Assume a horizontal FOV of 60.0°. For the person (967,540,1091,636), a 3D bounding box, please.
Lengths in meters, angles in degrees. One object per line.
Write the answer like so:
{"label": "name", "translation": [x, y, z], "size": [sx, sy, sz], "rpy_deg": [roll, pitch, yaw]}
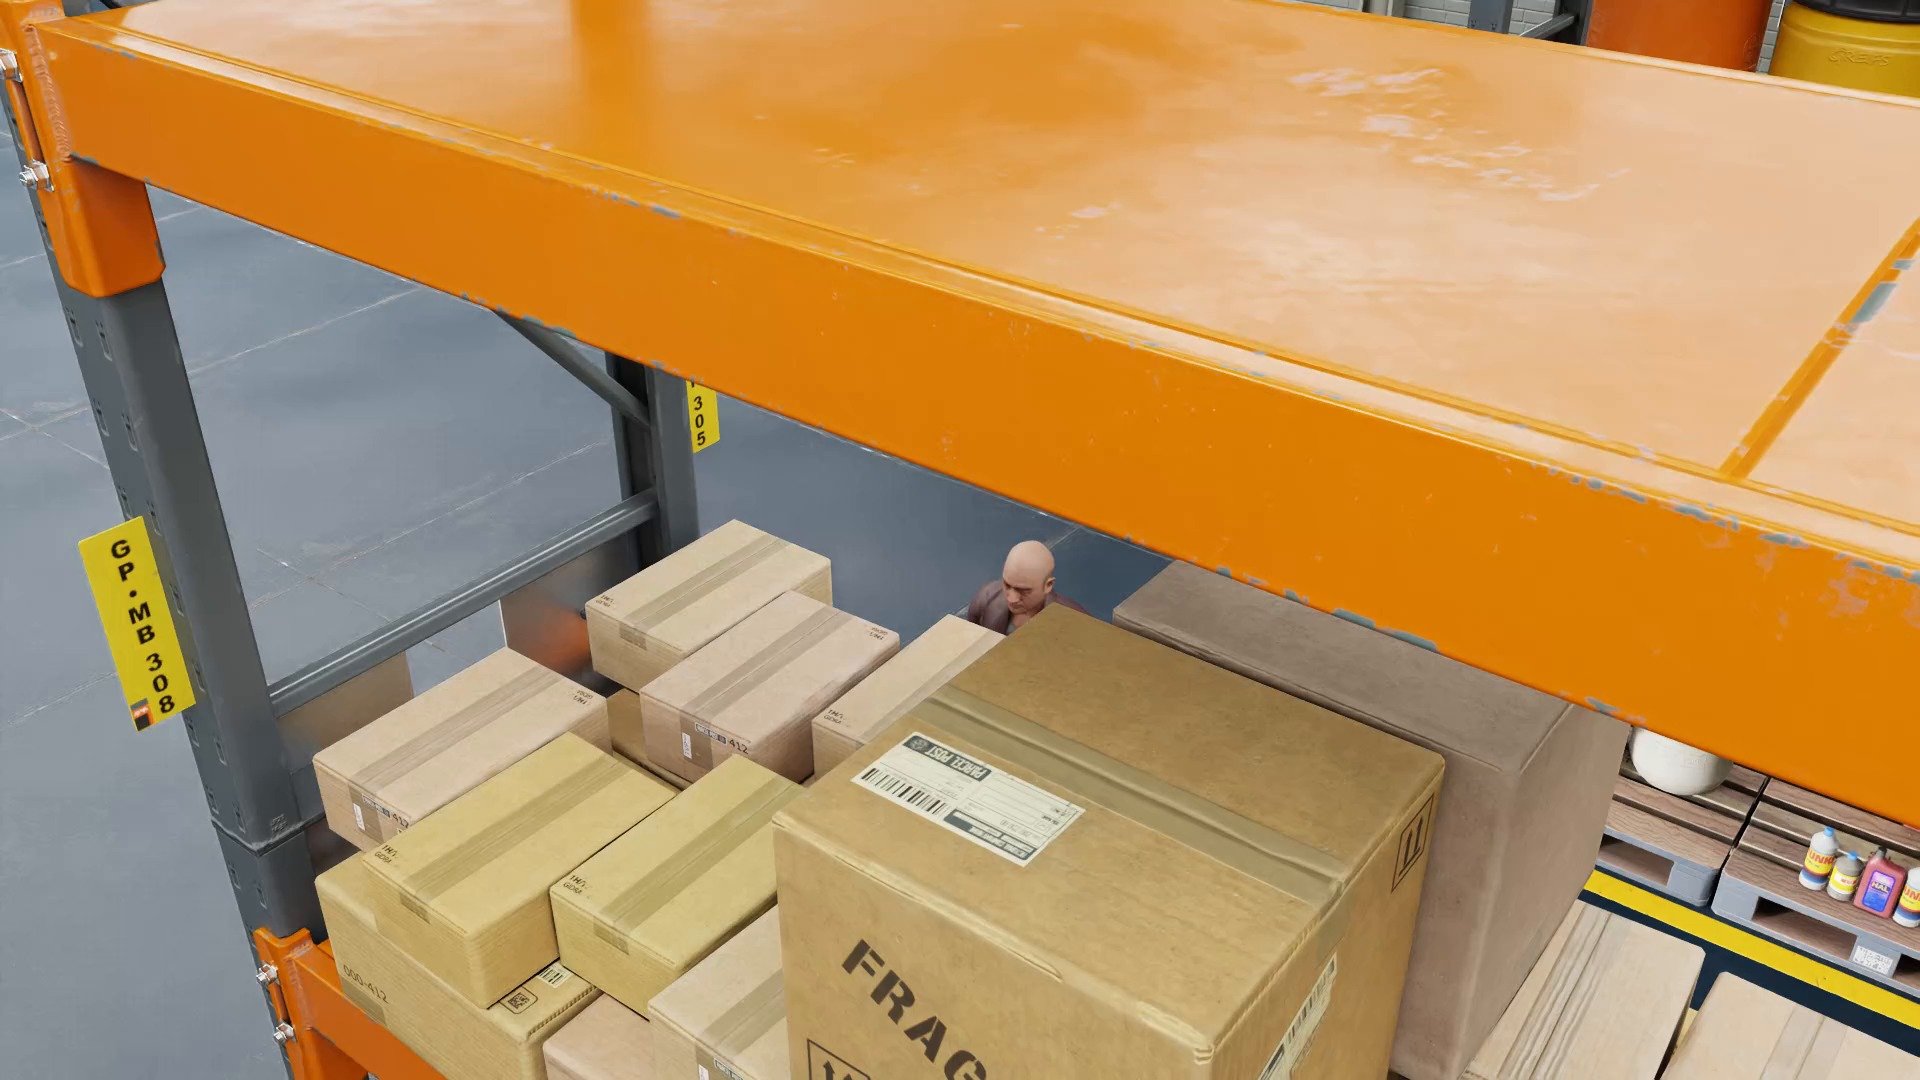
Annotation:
{"label": "person", "translation": [0.253, 0.757, 6.360], "size": [0.655, 1.775, 0.419], "rpy_deg": [19, 36, 29]}
